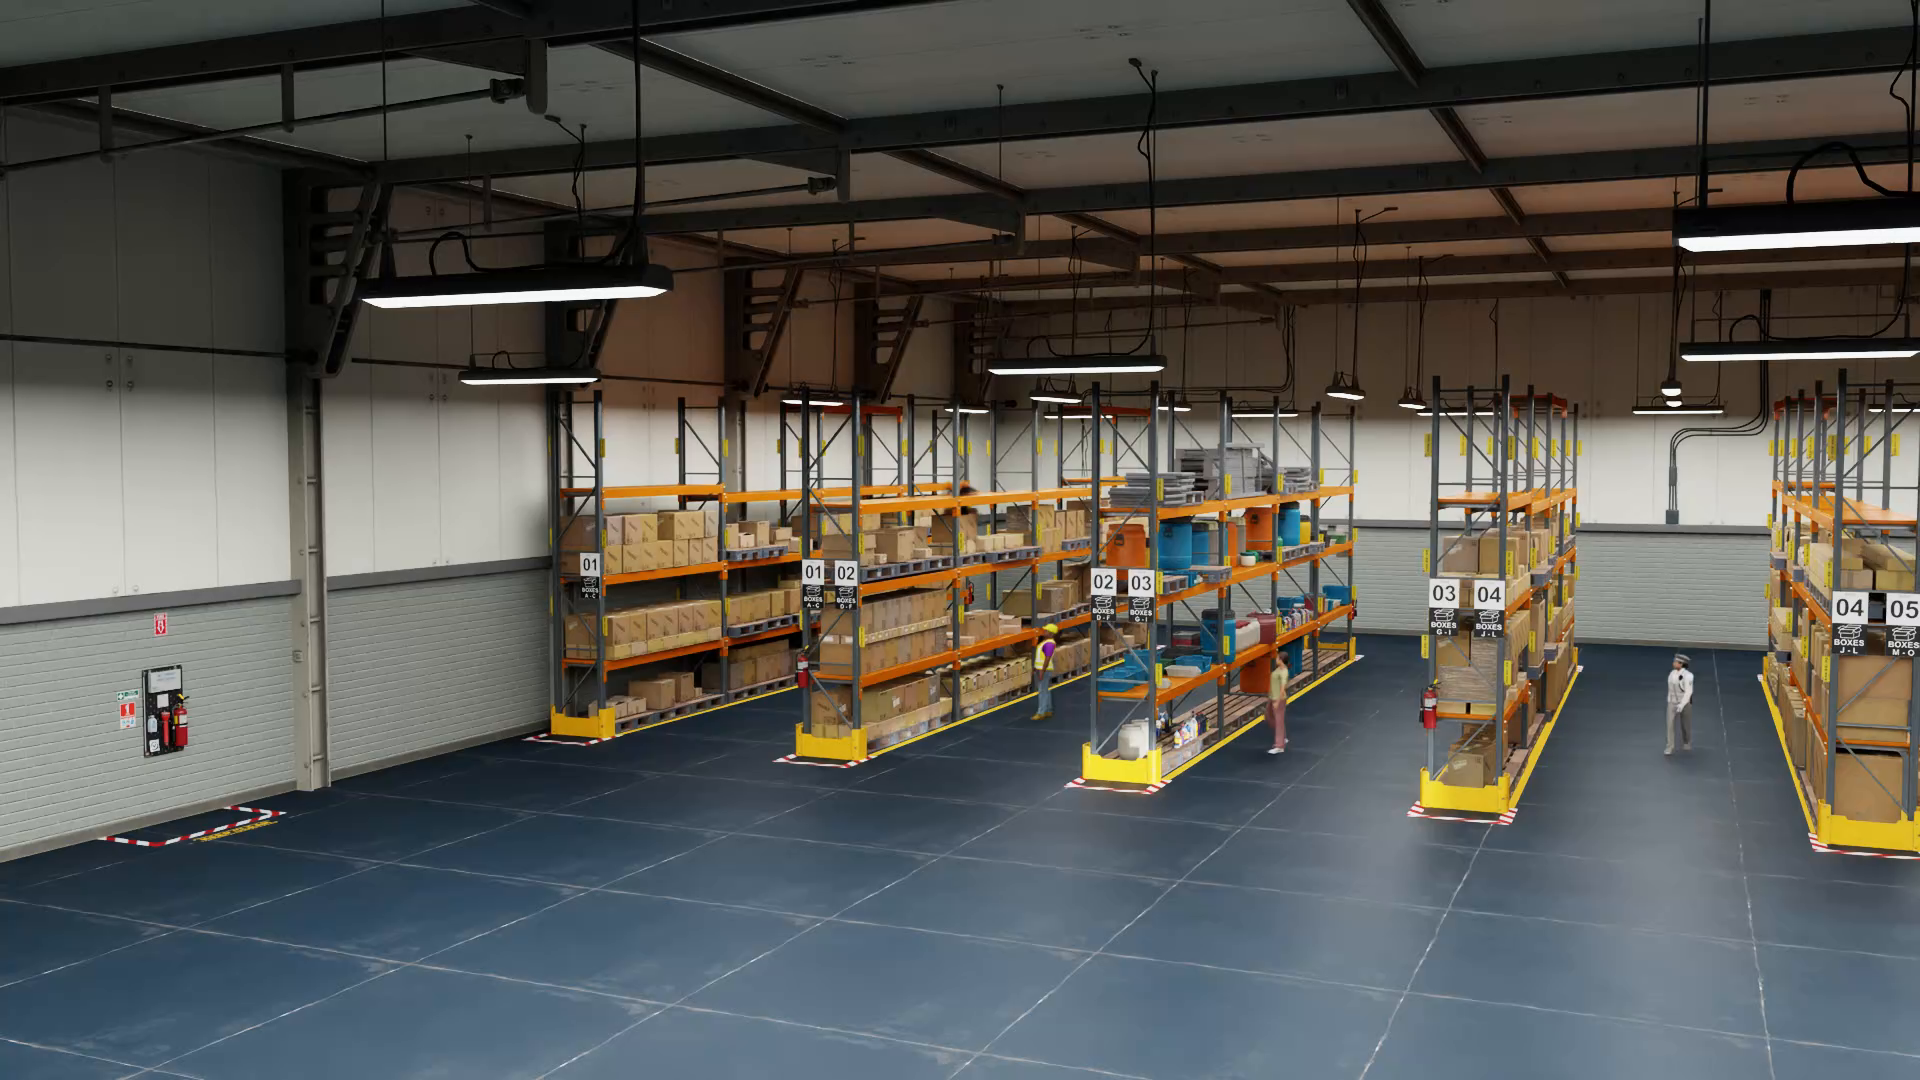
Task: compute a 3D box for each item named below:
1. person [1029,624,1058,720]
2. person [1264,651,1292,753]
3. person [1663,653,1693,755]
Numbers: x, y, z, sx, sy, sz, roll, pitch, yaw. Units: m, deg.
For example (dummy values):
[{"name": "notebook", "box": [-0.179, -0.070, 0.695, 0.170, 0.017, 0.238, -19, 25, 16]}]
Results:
[{"name": "person", "box": [1.516, 2.432, 30.820, 0.586, 1.766, 0.595, -1, 3, -16]}, {"name": "person", "box": [5.238, 2.655, 27.386, 0.446, 1.670, 0.555, -1, 3, -9]}, {"name": "person", "box": [11.768, 2.668, 27.185, 0.406, 1.635, 0.979, 2, 4, 33]}]
